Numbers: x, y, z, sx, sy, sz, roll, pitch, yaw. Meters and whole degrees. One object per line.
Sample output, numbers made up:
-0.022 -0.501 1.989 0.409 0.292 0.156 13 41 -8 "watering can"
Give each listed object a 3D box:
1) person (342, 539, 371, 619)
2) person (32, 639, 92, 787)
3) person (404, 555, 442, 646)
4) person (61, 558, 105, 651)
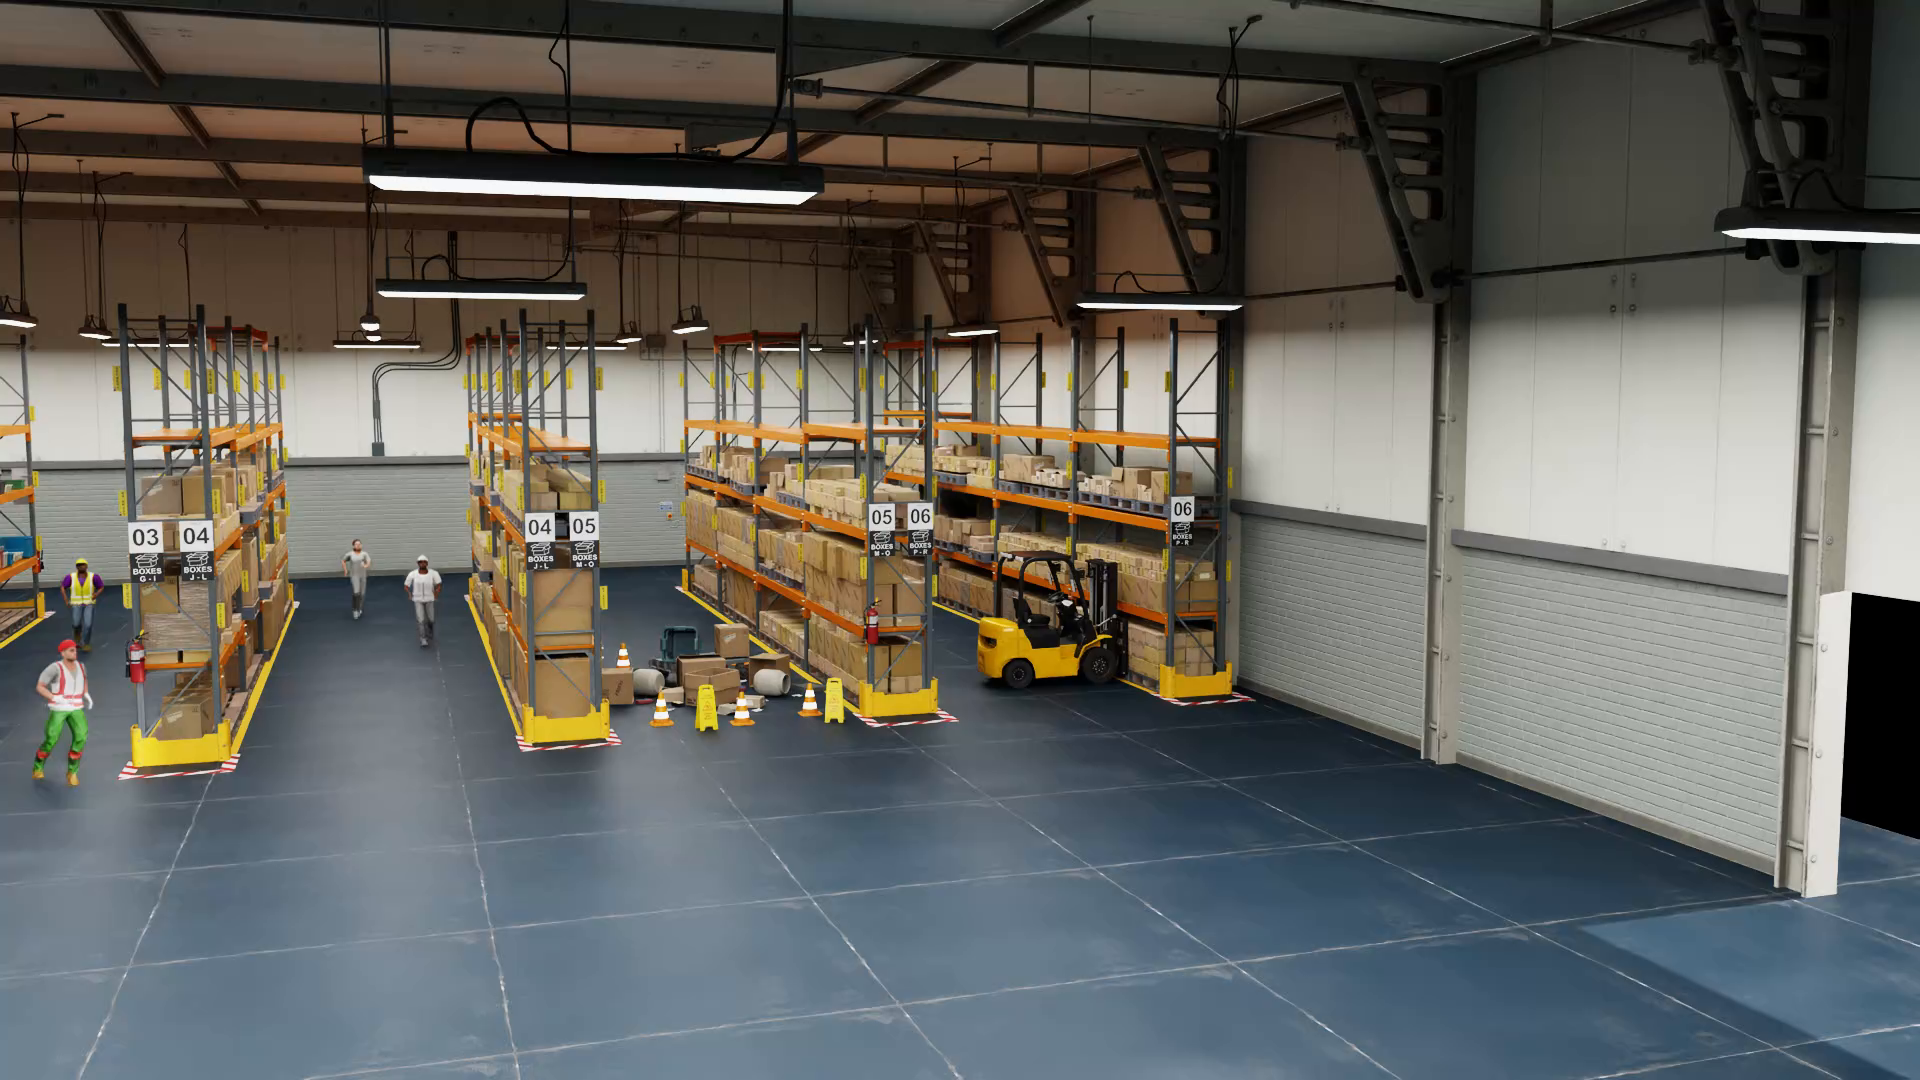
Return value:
-12.797 0.819 35.338 0.533 1.681 0.694 -4 7 -34 "person"
-11.203 2.152 20.863 0.775 1.811 0.719 4 7 34 "person"
-10.224 1.145 31.674 0.689 1.715 0.610 -2 6 -19 "person"
-16.376 1.203 31.058 0.730 1.726 0.594 -2 6 -24 "person"
